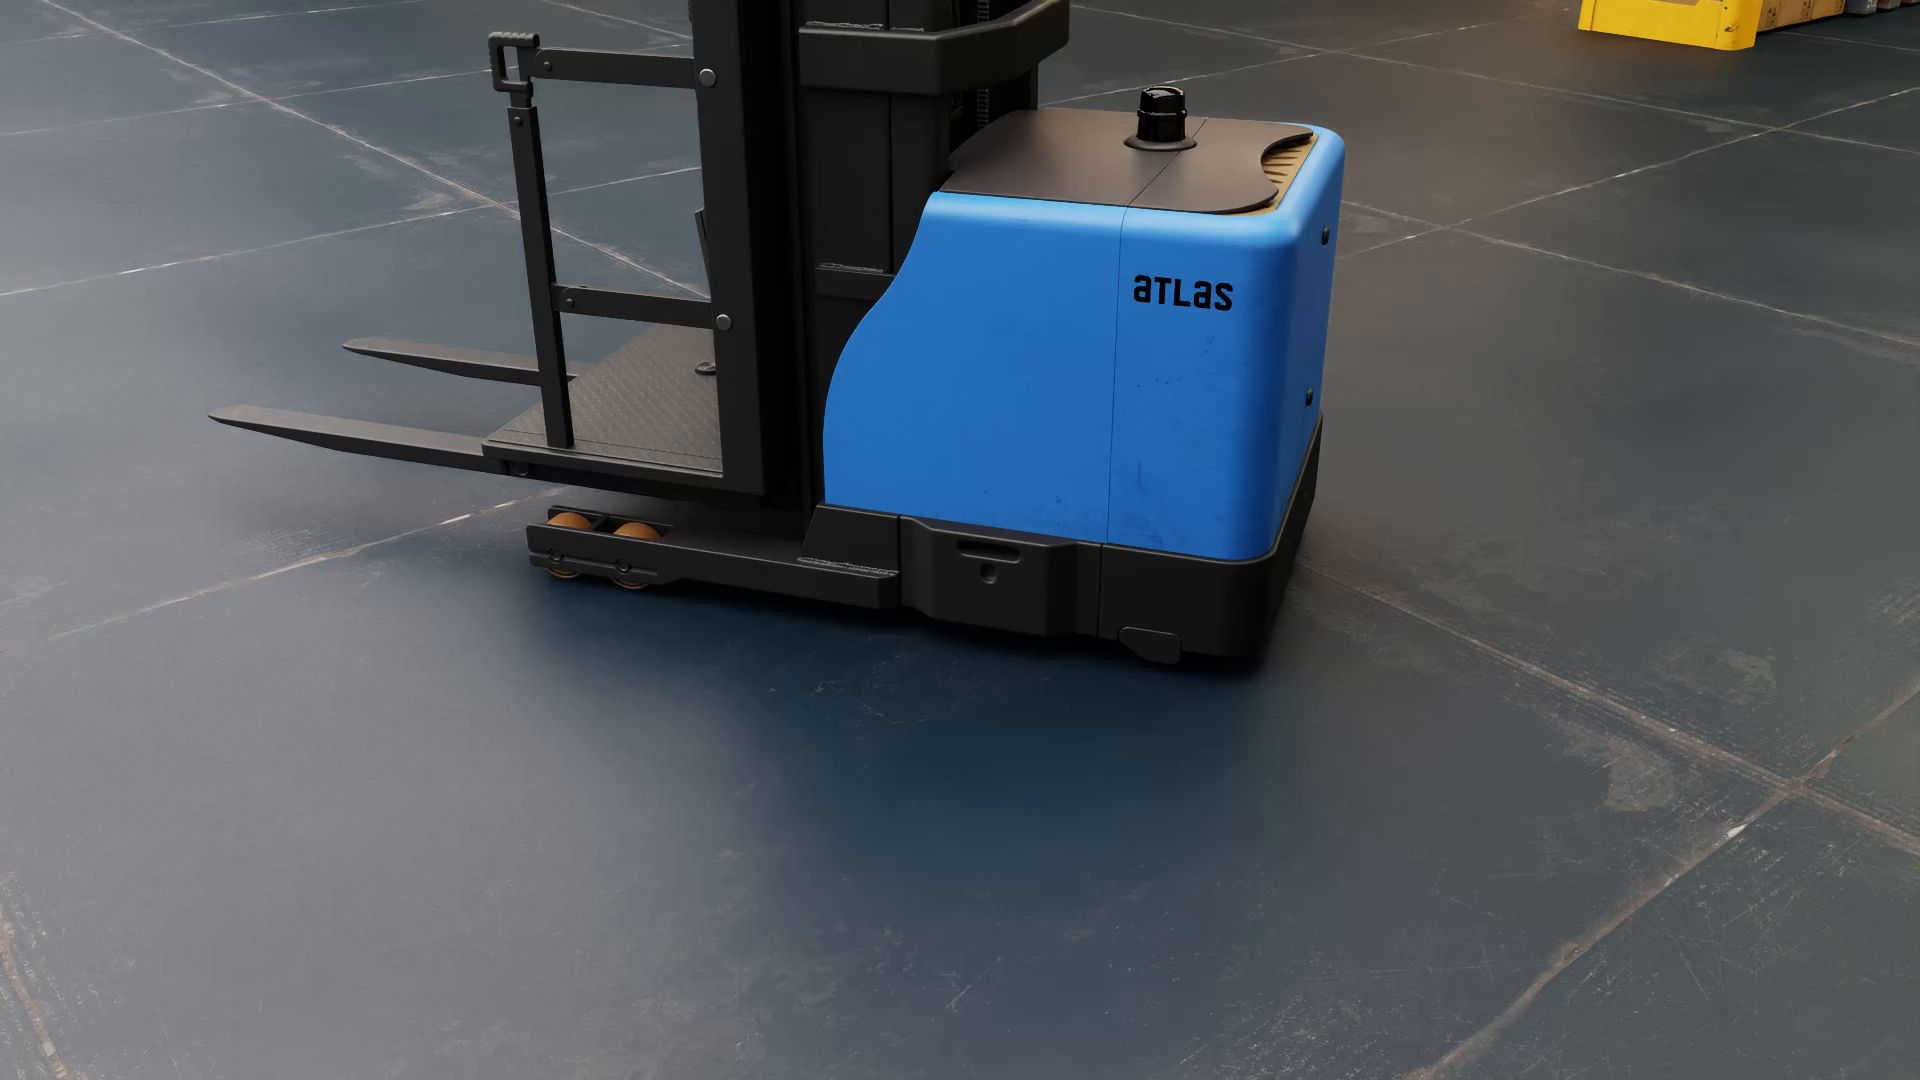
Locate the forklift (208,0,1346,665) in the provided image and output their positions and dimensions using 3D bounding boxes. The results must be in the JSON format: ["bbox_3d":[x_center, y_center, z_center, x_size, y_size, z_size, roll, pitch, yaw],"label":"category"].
[{"bbox_3d":[-0.594,-1.400,4.024,3.031,2.935,1.130,8,28,16],"label":"forklift"}]
